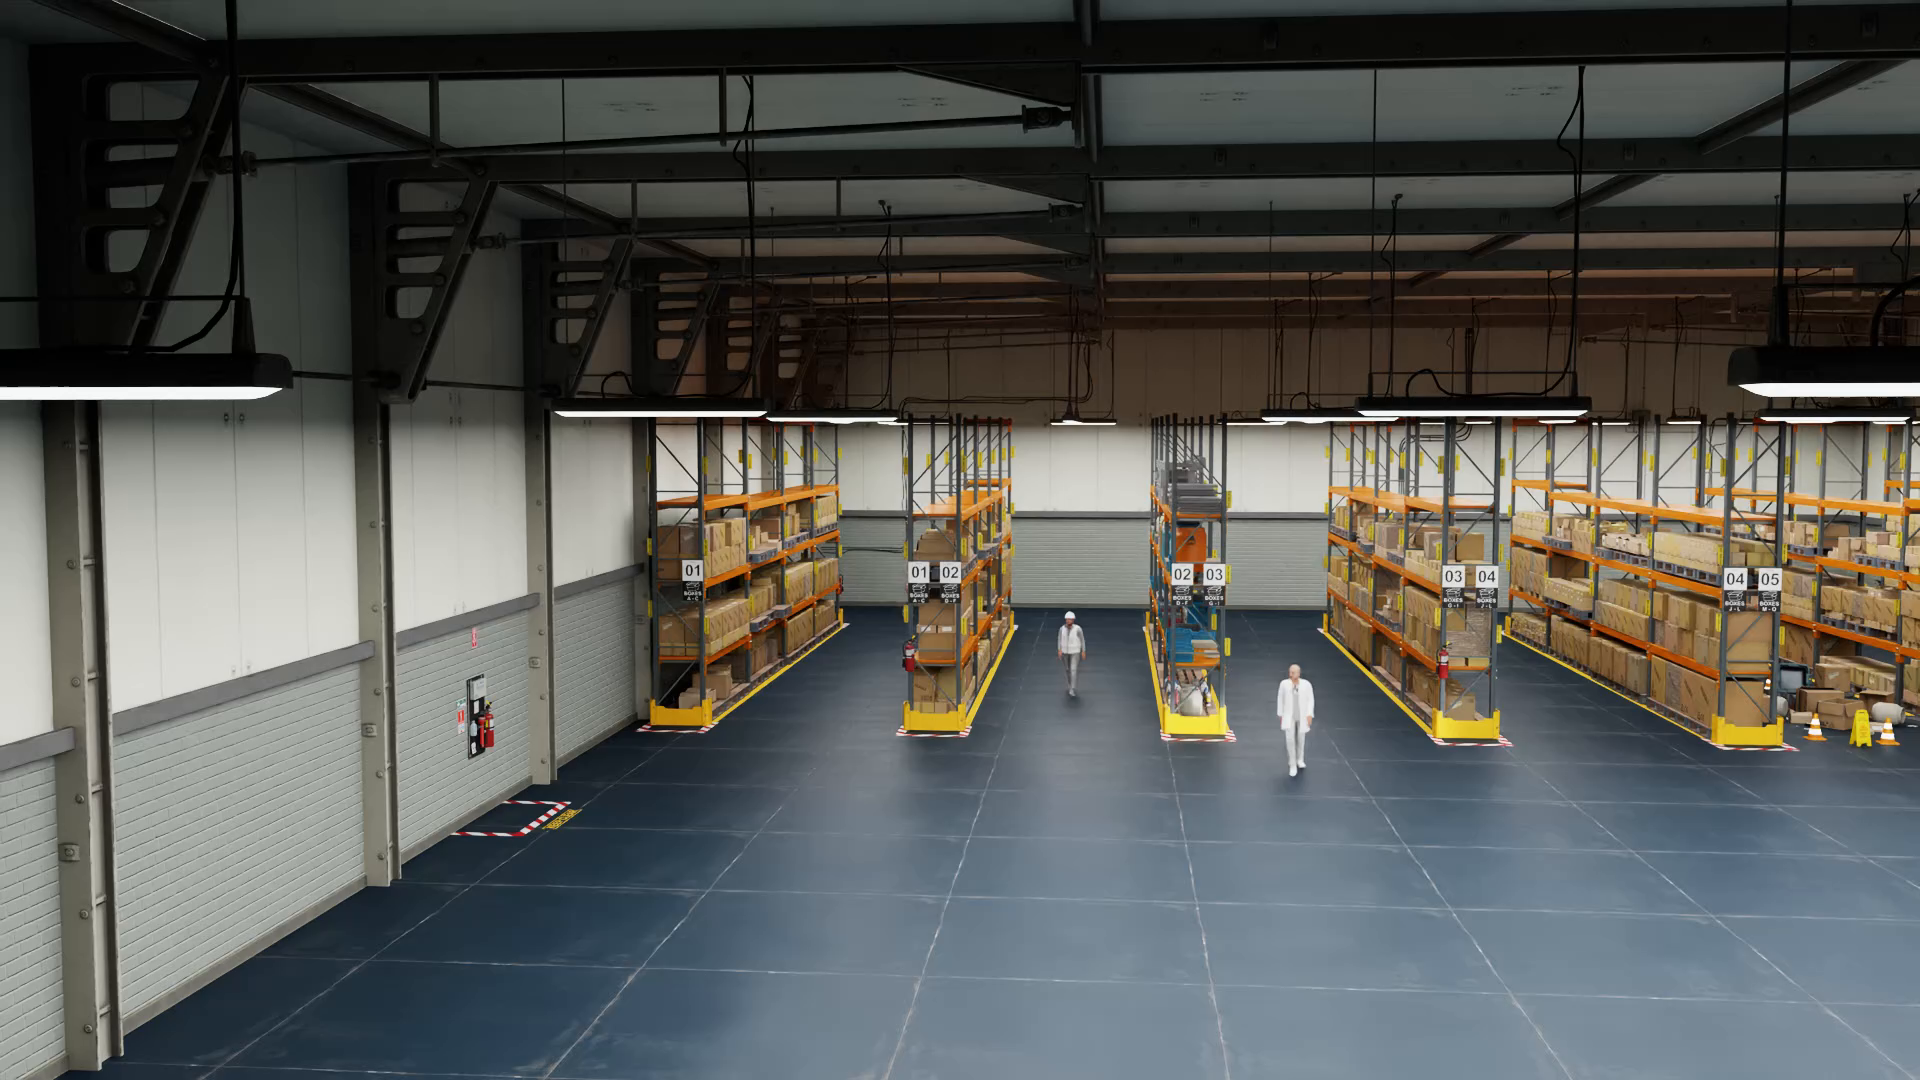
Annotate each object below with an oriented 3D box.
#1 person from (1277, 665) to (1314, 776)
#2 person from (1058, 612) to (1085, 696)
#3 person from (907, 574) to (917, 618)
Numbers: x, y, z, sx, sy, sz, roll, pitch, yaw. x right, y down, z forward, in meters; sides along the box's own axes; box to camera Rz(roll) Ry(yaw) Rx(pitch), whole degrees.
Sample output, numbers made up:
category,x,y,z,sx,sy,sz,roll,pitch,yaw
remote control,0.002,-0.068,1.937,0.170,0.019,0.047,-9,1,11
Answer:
category,x,y,z,sx,sy,sz,roll,pitch,yaw
person,5.599,2.978,27.717,0.596,1.792,0.868,1,4,9
person,2.369,2.419,35.867,0.566,1.741,0.902,2,4,28
person,-1.447,1.545,50.306,0.448,1.625,0.429,0,4,6
